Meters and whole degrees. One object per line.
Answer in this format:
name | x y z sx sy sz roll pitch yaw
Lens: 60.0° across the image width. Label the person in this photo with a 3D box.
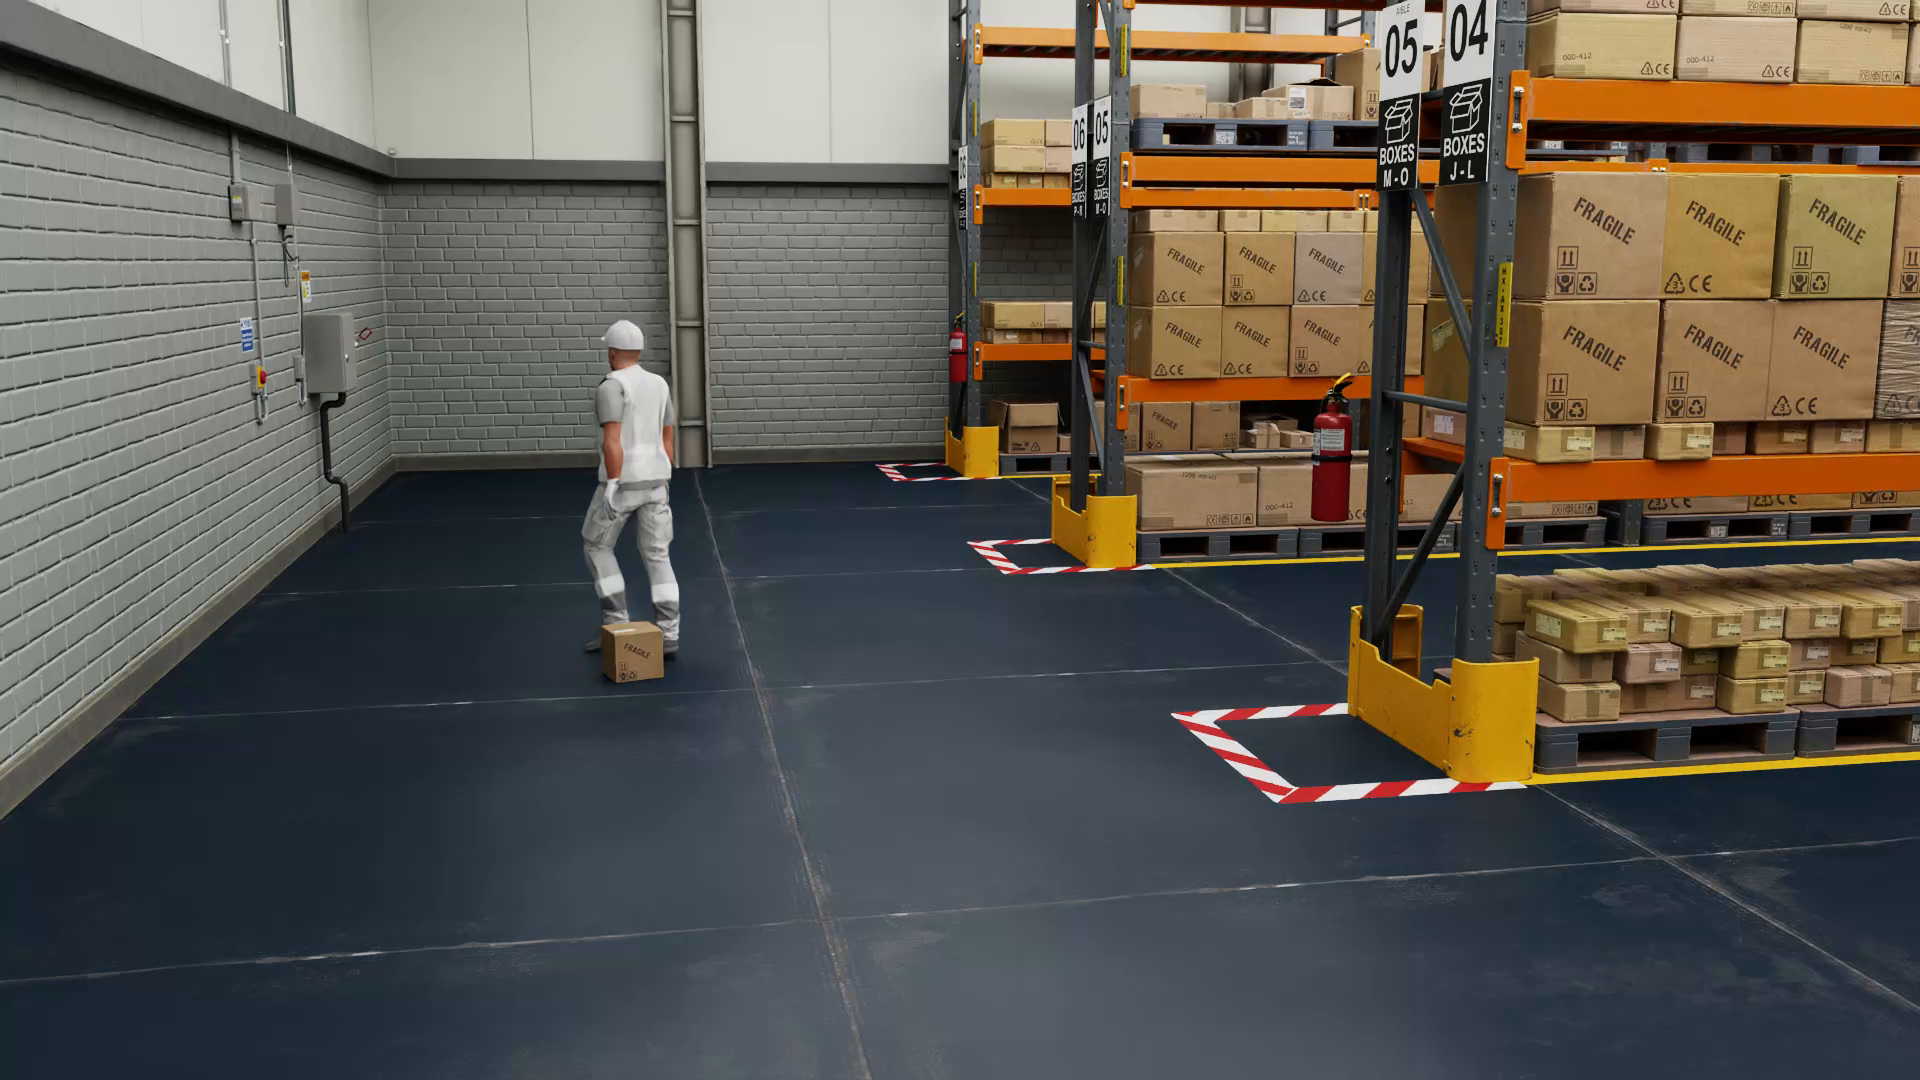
person | -1.729 -0.271 8.917 0.551 1.795 0.578 8 12 40
